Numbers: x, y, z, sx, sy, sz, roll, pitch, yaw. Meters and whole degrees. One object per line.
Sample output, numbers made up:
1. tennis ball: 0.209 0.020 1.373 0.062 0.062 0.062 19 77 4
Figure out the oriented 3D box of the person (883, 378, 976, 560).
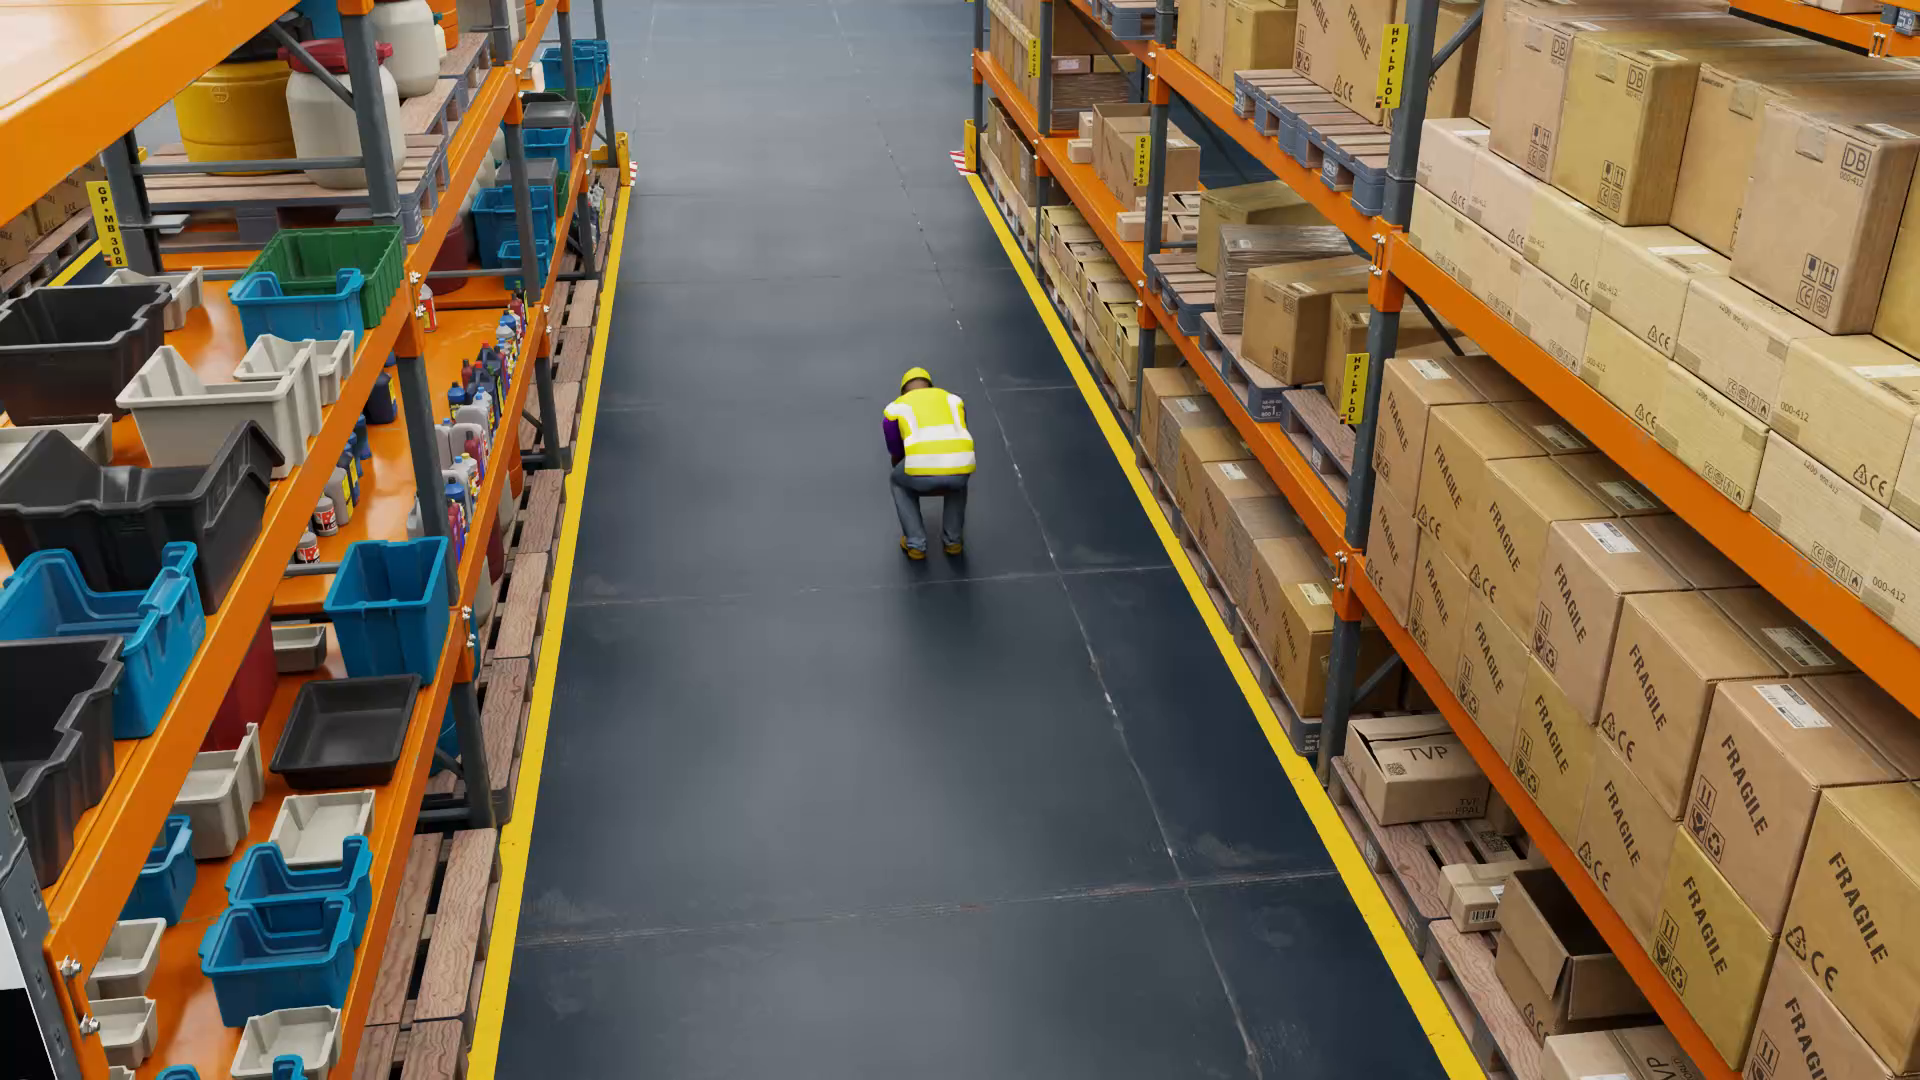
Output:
1. person: -0.197 -0.440 10.319 0.523 0.985 0.919 -5 27 -9
